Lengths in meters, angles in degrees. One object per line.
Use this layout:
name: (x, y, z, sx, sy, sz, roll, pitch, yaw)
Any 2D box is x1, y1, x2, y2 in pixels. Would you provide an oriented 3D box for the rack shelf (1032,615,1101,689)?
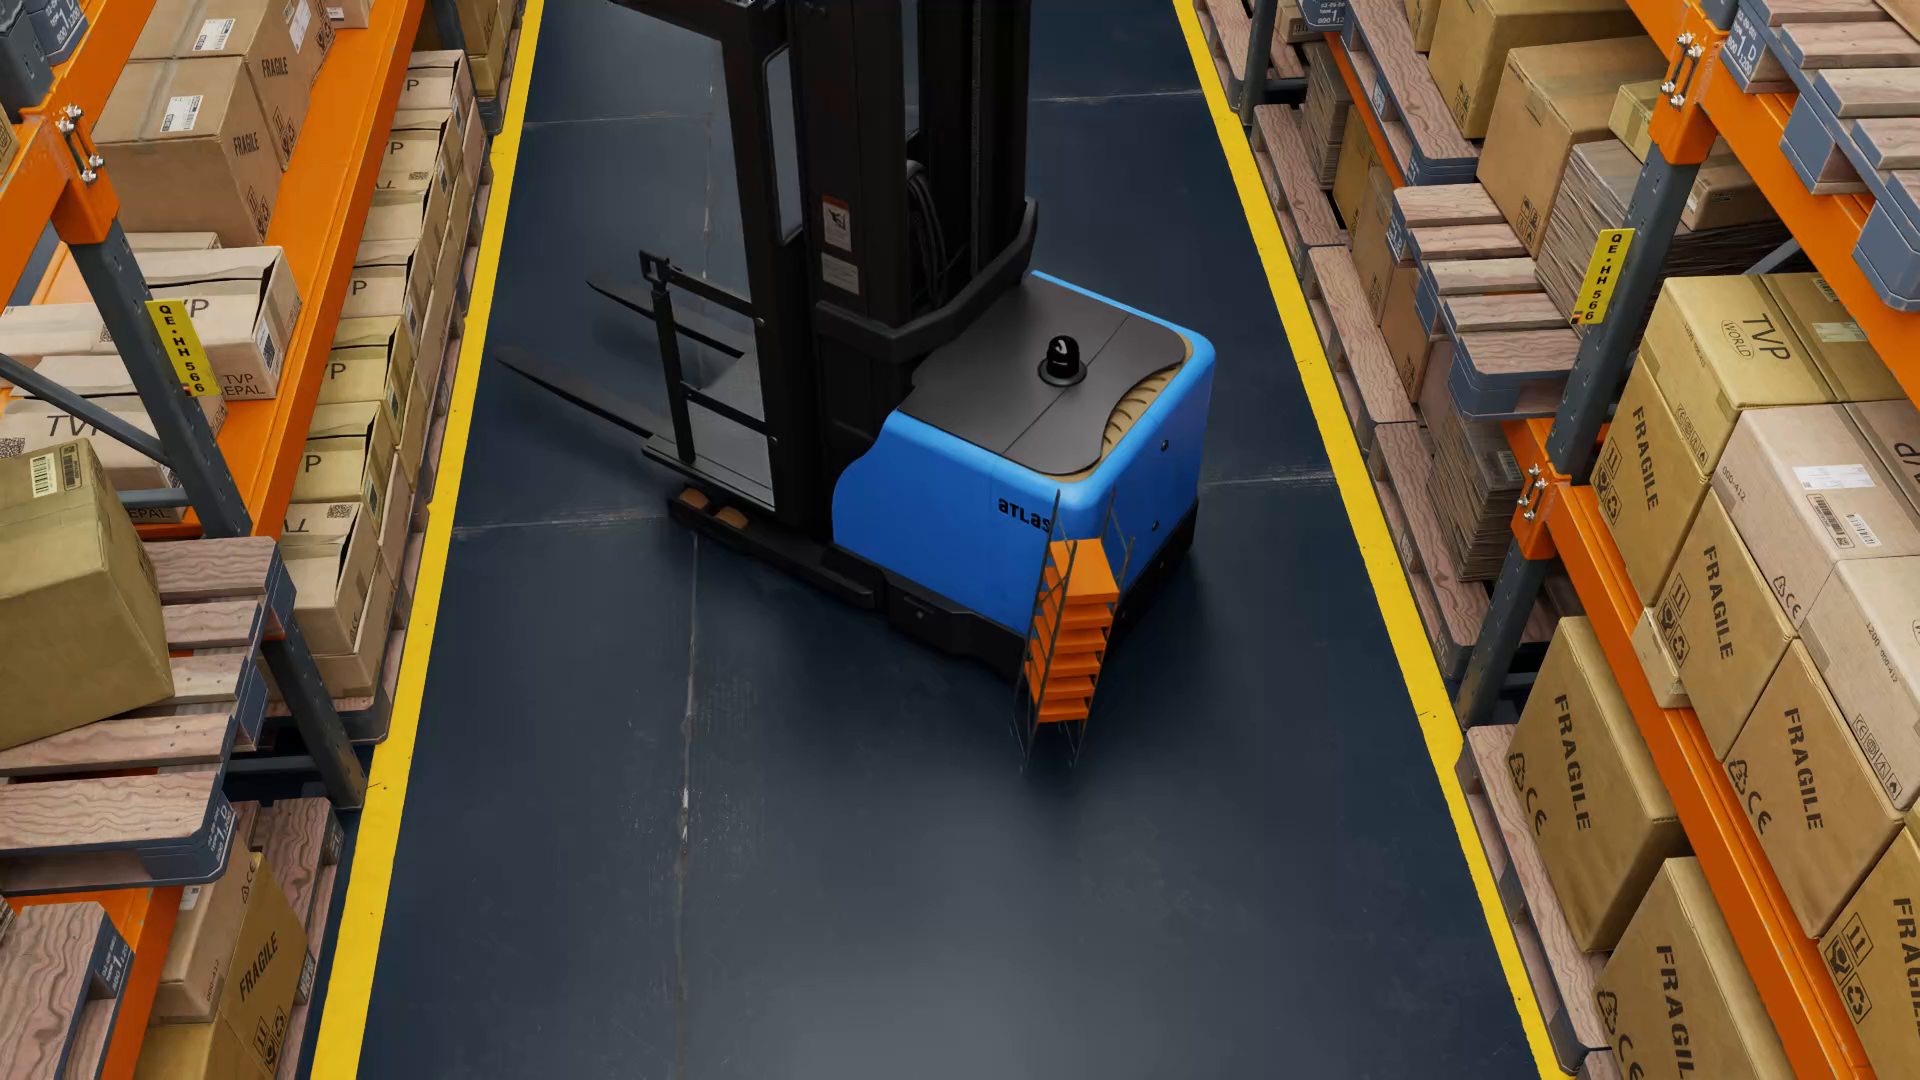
rack shelf: (0.352, 0.368, 5.626, 0.180, 0.103, 0.258, -4, 46, -12)

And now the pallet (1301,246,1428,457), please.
pallet: (2.168, -0.887, 7.445, 1.003, 0.211, 1.213, -3, 47, -3)

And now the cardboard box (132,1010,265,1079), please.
cardboard box: (-2.250, 1.649, 4.541, 0.500, 0.500, 0.500, -5, 47, -5)

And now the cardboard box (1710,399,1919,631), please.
cardboard box: (2.158, -0.068, 3.945, 0.500, 0.250, 0.500, -4, 47, -4)

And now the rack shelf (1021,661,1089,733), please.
rack shelf: (0.326, 0.536, 5.796, 0.180, 0.103, 0.258, -4, 46, -12)

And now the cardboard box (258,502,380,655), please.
cardboard box: (-2.357, 0.115, 5.793, 0.500, 0.311, 0.500, -2, 47, -2)

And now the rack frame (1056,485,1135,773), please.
rack frame: (0.446, 0.331, 5.614, 0.006, 1.200, 0.240, -4, 46, -12)

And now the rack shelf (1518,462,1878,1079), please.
rack shelf: (2.498, 1.295, 3.954, 1.077, 0.370, 4.000, -3, 47, -3)

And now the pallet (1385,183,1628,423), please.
pallet: (2.165, -0.843, 5.615, 1.213, 0.211, 1.003, -3, 47, -3)

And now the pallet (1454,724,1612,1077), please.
pallet: (2.322, 1.134, 5.531, 1.003, 0.211, 1.213, -3, 47, -3)

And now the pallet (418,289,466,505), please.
pallet: (-2.734, -0.616, 7.188, 1.003, 0.211, 1.213, -3, 47, -3)

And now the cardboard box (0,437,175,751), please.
cardboard box: (-2.440, 0.174, 4.161, 0.700, 0.500, 0.500, -18, 49, -16)

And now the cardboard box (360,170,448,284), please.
cardboard box: (-2.531, -1.369, 7.199, 0.500, 0.311, 0.500, -4, 47, -3)

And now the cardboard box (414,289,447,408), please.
cardboard box: (-2.492, -0.802, 7.048, 0.500, 0.250, 0.500, -3, 47, -2)

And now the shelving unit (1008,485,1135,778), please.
shelving unit: (0.357, 0.337, 5.595, 0.189, 1.200, 0.258, -4, 46, -12)

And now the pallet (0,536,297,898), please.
pallet: (-2.479, 0.456, 4.384, 1.213, 0.211, 1.003, -3, 47, -3)

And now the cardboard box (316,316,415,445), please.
cardboard box: (-2.449, -0.633, 6.502, 0.500, 0.311, 0.500, -5, 47, -4)

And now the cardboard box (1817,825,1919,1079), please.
cardboard box: (2.243, 0.938, 3.508, 0.500, 0.500, 0.500, -2, 47, -2)

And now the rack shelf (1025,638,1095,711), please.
rack shelf: (0.339, 0.452, 5.711, 0.180, 0.103, 0.258, -4, 46, -12)

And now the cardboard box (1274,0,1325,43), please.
cardboard box: (1.921, -2.856, 9.037, 0.380, 0.166, 0.250, -9, 47, -8)

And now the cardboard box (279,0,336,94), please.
cardboard box: (-2.848, -2.087, 6.591, 0.500, 0.500, 0.500, 0, 47, 0)

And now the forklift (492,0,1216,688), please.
forklift: (-0.582, -1.274, 5.938, 3.031, 2.935, 1.130, 25, 51, 22)

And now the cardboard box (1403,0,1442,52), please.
cardboard box: (2.130, -2.230, 6.424, 0.700, 0.500, 0.500, 2, 47, 2)

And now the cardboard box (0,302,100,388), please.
cardboard box: (-2.956, -0.644, 5.467, 0.380, 0.149, 0.250, -3, 47, -3)

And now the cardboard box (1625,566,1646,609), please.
cardboard box: (2.140, 0.115, 4.735, 0.380, 0.149, 0.250, -3, 47, -3)

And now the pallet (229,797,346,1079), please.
pallet: (-2.581, 1.405, 5.274, 1.003, 0.211, 1.213, -3, 47, -3)

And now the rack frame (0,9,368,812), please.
rack frame: (-2.605, -0.096, 4.775, 1.000, 3.000, 0.127, -3, 47, -3)

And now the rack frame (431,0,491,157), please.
rack frame: (-2.940, -2.990, 7.516, 1.000, 3.000, 0.127, -3, 47, -3)

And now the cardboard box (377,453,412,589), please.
cardboard box: (-2.399, -0.055, 6.341, 0.500, 0.250, 0.500, -5, 47, -4)

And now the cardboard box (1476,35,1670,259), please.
cardboard box: (2.208, -1.328, 5.570, 0.700, 0.500, 0.500, -7, 47, -7)

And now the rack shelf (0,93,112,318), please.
rack shelf: (-2.438, 0.567, 2.577, 1.077, 0.370, 4.000, -3, 47, -3)

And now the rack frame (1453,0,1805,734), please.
rack frame: (2.331, -0.400, 5.063, 1.000, 3.000, 0.127, -3, 47, -3)

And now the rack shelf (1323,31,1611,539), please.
rack shelf: (2.163, -1.600, 6.694, 1.077, 0.370, 4.000, -3, 47, -3)

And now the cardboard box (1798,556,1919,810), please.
cardboard box: (2.203, 0.293, 3.602, 0.500, 0.250, 0.500, -3, 47, -3)

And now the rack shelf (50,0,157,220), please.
rack shelf: (-2.773, -2.327, 5.318, 1.077, 0.370, 4.000, -3, 47, -3)

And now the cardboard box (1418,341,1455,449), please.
cardboard box: (2.291, -0.589, 6.661, 0.700, 0.500, 0.500, -4, 47, -3)

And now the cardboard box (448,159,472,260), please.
cardboard box: (-2.576, -1.541, 7.748, 0.500, 0.250, 0.500, -4, 47, -4)

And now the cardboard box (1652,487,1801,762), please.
cardboard box: (2.151, 0.203, 4.204, 0.500, 0.500, 0.500, -2, 47, -2)

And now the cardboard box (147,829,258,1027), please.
cardboard box: (-2.284, 1.057, 4.585, 0.500, 0.250, 0.500, -2, 47, -2)

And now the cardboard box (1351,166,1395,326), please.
cardboard box: (2.170, -1.312, 7.345, 0.700, 0.500, 0.500, -3, 47, -3)

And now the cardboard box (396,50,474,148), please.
cardboard box: (-2.621, -2.106, 7.897, 0.500, 0.311, 0.500, -3, 47, -3)

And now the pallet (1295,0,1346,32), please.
pallet: (1.915, -2.666, 7.341, 1.003, 0.211, 1.213, -3, 47, -3)

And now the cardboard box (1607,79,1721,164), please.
cardboard box: (2.230, -1.288, 5.085, 0.380, 0.149, 0.250, -11, 47, -10)

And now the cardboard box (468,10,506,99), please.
cardboard box: (-2.677, -2.543, 8.697, 0.500, 0.250, 0.500, -3, 47, -3)

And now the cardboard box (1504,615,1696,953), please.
cardboard box: (2.261, 0.735, 5.179, 0.750, 0.750, 0.750, -4, 47, -4)

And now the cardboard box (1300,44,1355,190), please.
cardboard box: (2.074, -2.054, 8.048, 0.700, 0.500, 0.500, -2, 47, -2)

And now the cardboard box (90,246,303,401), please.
cardboard box: (-2.487, -0.724, 5.431, 0.500, 0.311, 0.500, -4, 47, -4)

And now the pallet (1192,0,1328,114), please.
pallet: (1.904, -2.819, 9.274, 1.003, 0.211, 1.213, -3, 47, -3)

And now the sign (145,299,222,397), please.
sign: (-2.065, -0.507, 4.421, 0.100, 0.325, 0.005, -3, 47, -3)

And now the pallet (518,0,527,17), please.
pallet: (-3.070, -3.494, 9.914, 1.003, 0.211, 1.213, -3, 47, -3)

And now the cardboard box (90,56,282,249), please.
cardboard box: (-2.762, -1.343, 5.888, 0.500, 0.500, 0.500, -6, 47, -5)

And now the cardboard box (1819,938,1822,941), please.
cardboard box: (2.263, 0.861, 4.028, 0.380, 0.149, 0.250, -3, 47, -3)
